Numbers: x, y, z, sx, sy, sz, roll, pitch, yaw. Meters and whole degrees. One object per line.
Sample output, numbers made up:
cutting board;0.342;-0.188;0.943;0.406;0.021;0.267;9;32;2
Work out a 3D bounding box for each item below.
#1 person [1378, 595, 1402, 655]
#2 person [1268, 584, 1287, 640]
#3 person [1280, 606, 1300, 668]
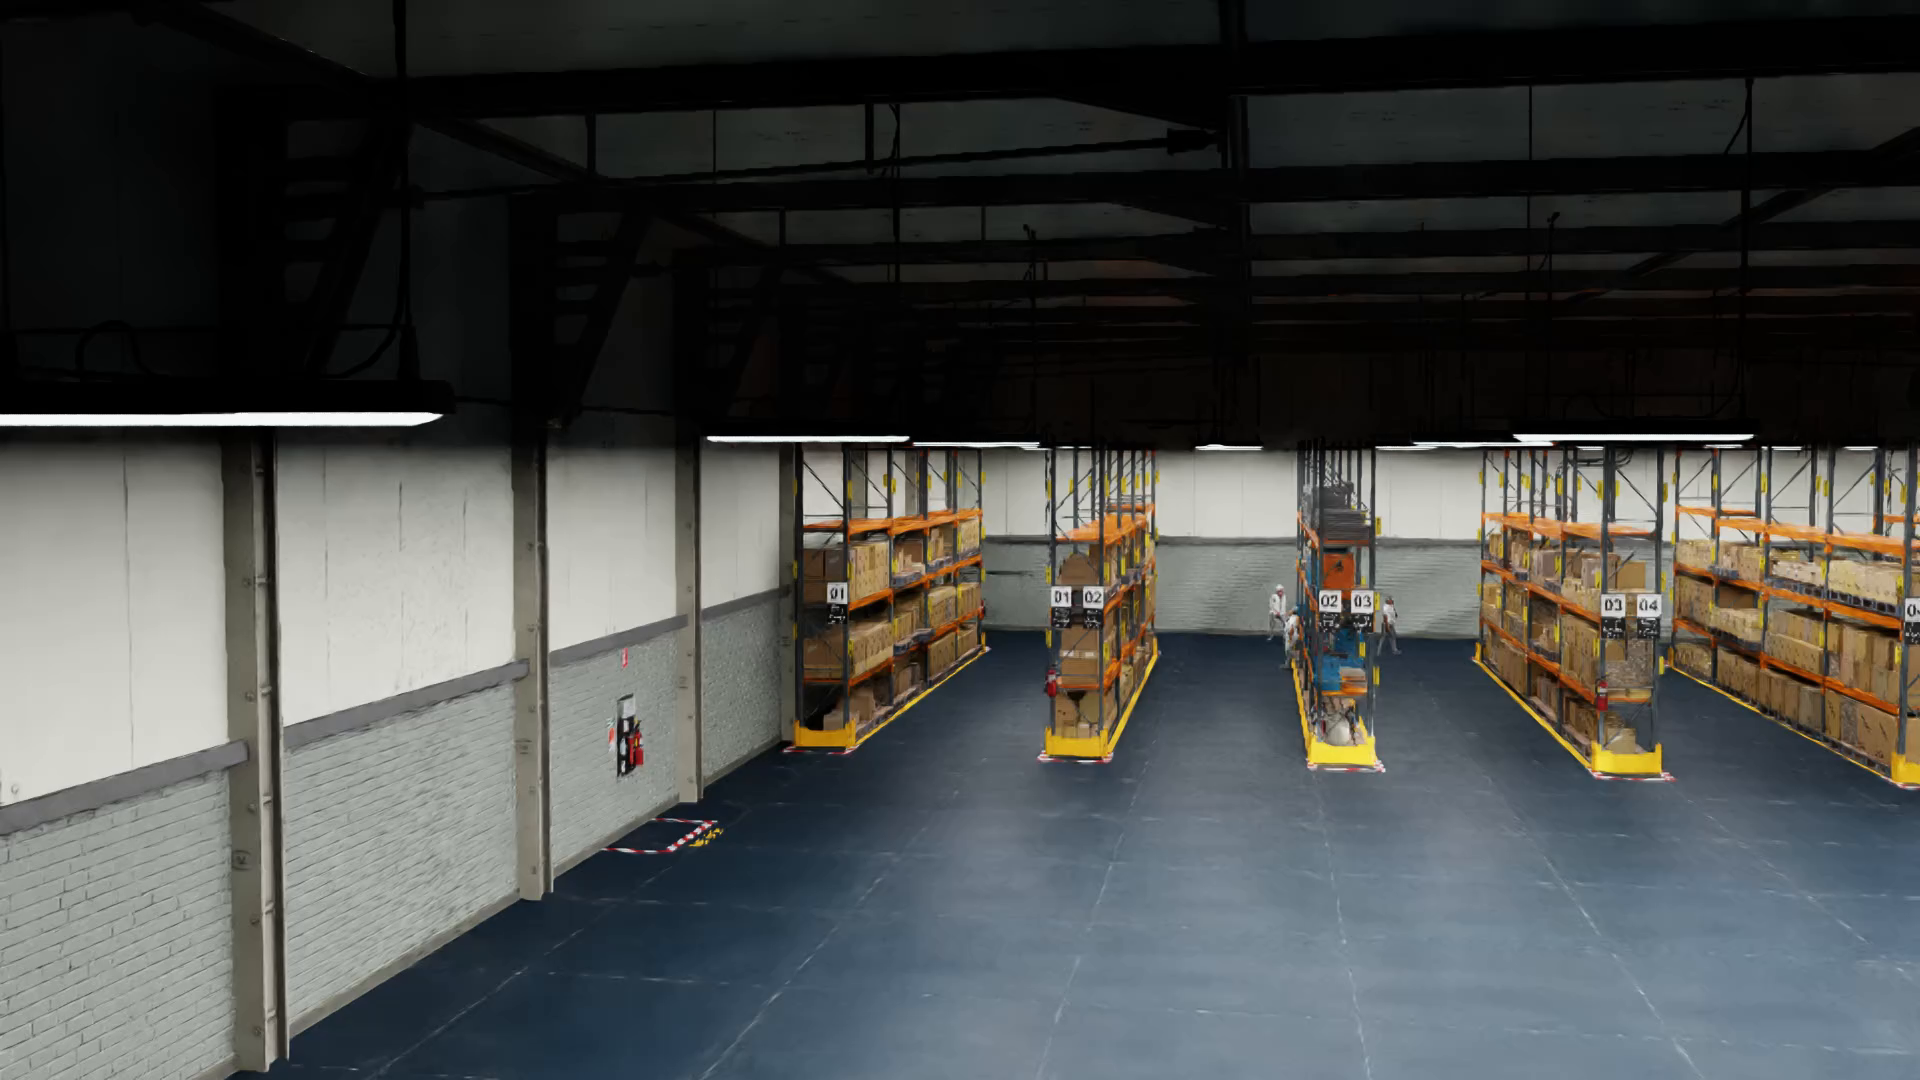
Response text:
person;12.127;2.389;46.986;0.524;1.672;0.674;3;4;43
person;9.647;2.196;50.364;0.663;1.720;0.761;-1;3;-11
person;8.742;2.570;43.893;0.574;1.644;0.695;1;3;10
